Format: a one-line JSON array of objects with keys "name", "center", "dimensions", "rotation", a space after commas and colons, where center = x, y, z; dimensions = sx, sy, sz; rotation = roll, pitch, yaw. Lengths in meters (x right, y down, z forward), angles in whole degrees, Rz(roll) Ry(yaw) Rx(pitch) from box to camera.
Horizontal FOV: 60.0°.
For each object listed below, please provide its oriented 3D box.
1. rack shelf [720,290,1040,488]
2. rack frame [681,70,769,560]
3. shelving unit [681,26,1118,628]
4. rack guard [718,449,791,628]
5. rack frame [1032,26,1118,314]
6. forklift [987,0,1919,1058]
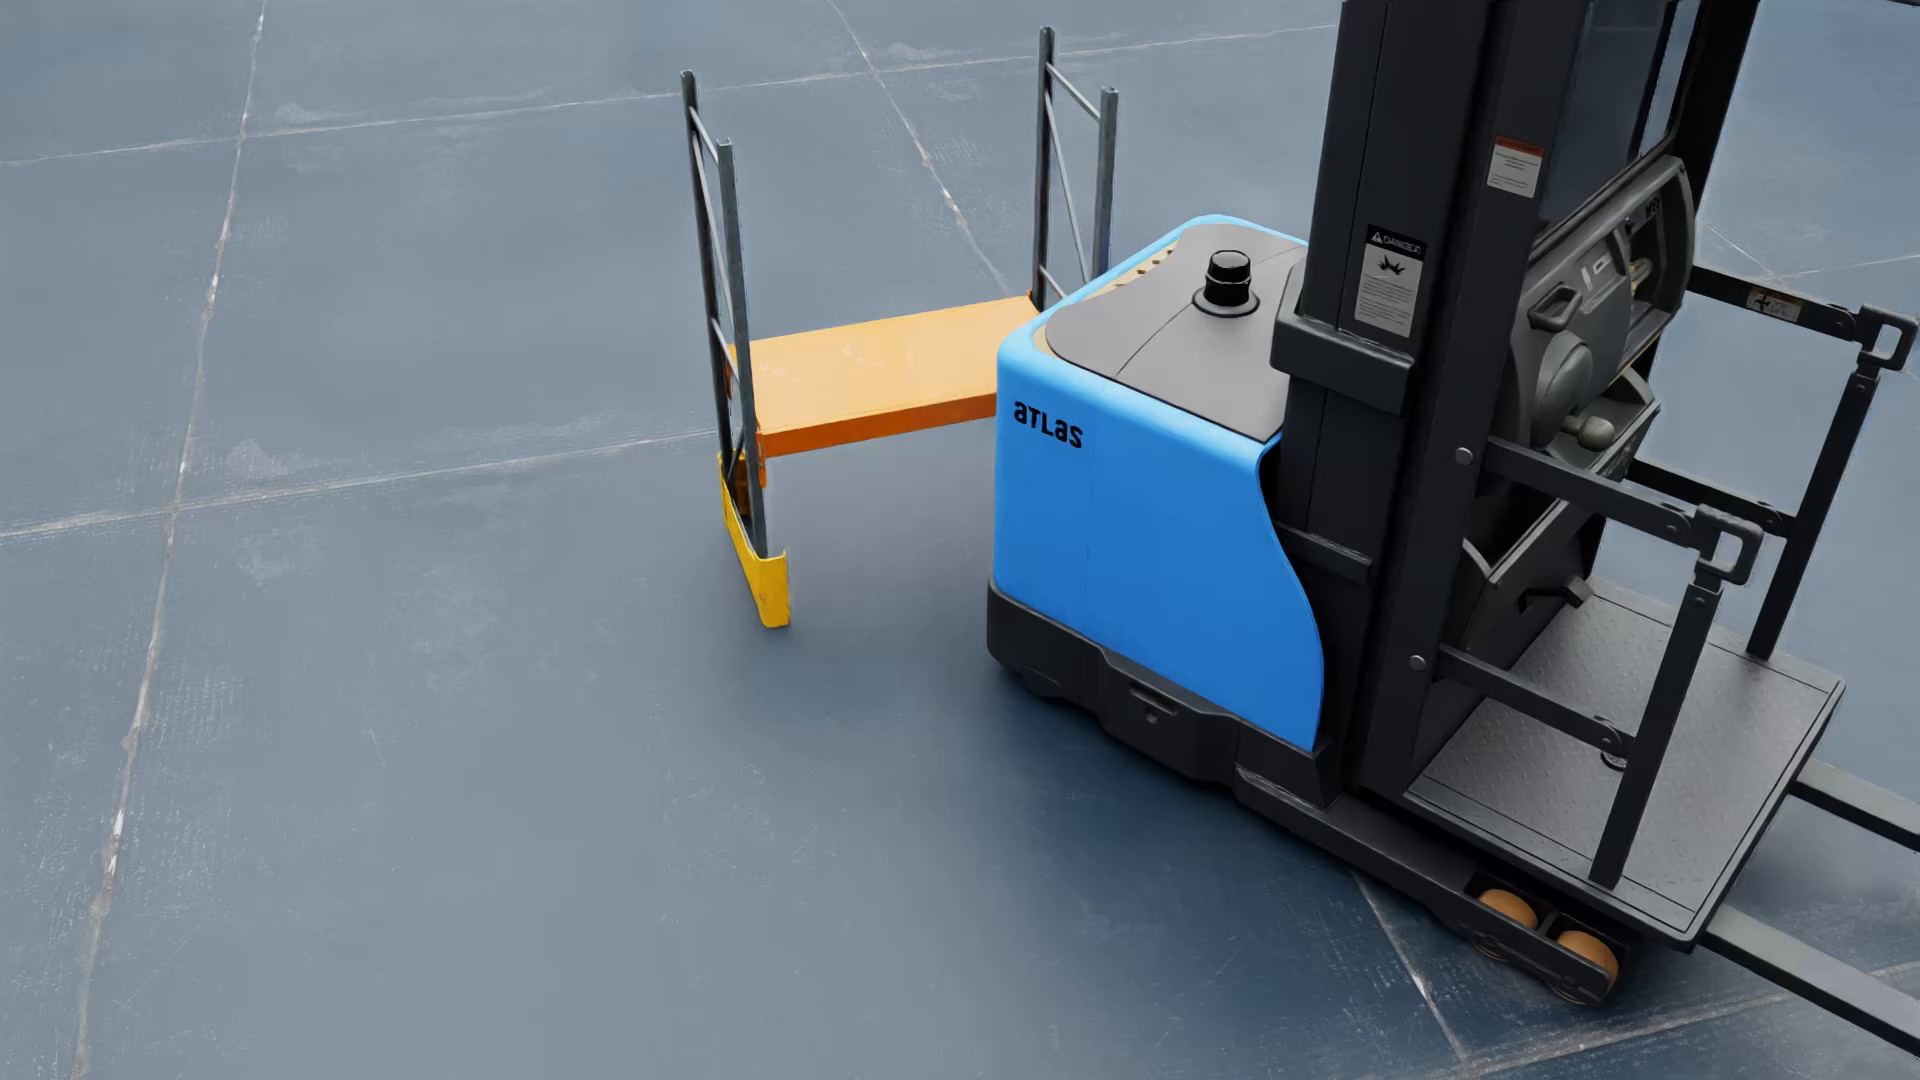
[{"name": "rack shelf", "center": [-0.165, -0.462, 4.915], "dimensions": [1.000, 0.185, 0.538], "rotation": [-12, 39, -15]}, {"name": "rack frame", "center": [-0.647, -0.507, 4.678], "dimensions": [0.032, 1.500, 0.500], "rotation": [-12, 39, -15]}, {"name": "shelving unit", "center": [-0.157, -0.606, 4.808], "dimensions": [1.083, 1.500, 0.587], "rotation": [-12, 39, -15]}, {"name": "rack guard", "center": [-0.629, -0.014, 5.062], "dimensions": [0.087, 0.250, 0.587], "rotation": [-12, 39, -15]}, {"name": "rack frame", "center": [0.316, -0.703, 4.934], "dimensions": [0.032, 1.500, 0.500], "rotation": [-12, 39, -15]}, {"name": "forklift", "center": [1.532, -0.458, 3.437], "dimensions": [3.031, 2.935, 1.130], "rotation": [27, 45, 31]}]
